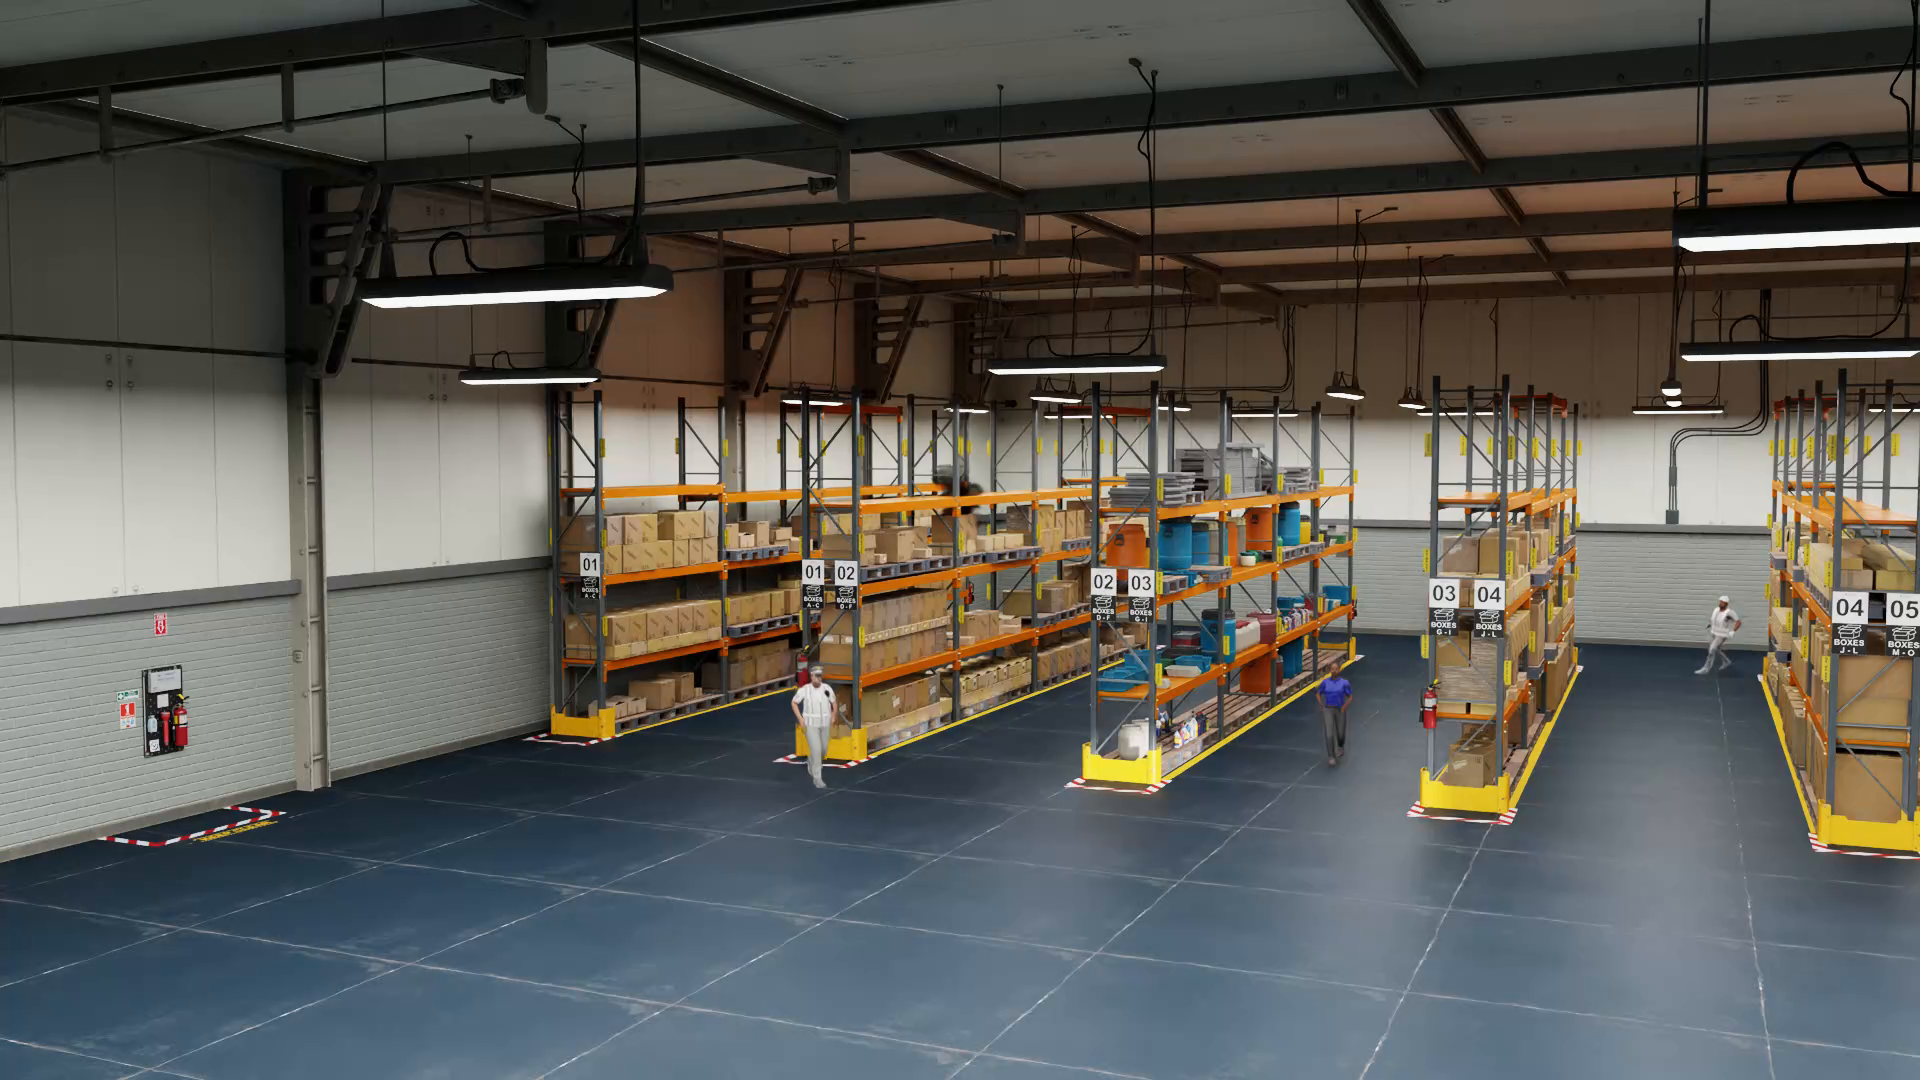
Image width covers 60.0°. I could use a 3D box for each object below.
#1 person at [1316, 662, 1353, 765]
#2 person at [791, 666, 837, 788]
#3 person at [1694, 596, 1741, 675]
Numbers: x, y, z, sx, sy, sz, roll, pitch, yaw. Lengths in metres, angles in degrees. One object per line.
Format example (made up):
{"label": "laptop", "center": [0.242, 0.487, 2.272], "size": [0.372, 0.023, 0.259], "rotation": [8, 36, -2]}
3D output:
{"label": "person", "center": [5.932, 2.740, 26.381], "size": [0.576, 1.604, 0.592], "rotation": [1, 3, 16]}
{"label": "person", "center": [-2.165, 2.758, 24.861], "size": [0.683, 1.786, 0.859], "rotation": [-2, 4, -28]}
{"label": "person", "center": [16.701, 2.091, 36.549], "size": [0.984, 1.747, 0.743], "rotation": [-1, 3, -13]}
